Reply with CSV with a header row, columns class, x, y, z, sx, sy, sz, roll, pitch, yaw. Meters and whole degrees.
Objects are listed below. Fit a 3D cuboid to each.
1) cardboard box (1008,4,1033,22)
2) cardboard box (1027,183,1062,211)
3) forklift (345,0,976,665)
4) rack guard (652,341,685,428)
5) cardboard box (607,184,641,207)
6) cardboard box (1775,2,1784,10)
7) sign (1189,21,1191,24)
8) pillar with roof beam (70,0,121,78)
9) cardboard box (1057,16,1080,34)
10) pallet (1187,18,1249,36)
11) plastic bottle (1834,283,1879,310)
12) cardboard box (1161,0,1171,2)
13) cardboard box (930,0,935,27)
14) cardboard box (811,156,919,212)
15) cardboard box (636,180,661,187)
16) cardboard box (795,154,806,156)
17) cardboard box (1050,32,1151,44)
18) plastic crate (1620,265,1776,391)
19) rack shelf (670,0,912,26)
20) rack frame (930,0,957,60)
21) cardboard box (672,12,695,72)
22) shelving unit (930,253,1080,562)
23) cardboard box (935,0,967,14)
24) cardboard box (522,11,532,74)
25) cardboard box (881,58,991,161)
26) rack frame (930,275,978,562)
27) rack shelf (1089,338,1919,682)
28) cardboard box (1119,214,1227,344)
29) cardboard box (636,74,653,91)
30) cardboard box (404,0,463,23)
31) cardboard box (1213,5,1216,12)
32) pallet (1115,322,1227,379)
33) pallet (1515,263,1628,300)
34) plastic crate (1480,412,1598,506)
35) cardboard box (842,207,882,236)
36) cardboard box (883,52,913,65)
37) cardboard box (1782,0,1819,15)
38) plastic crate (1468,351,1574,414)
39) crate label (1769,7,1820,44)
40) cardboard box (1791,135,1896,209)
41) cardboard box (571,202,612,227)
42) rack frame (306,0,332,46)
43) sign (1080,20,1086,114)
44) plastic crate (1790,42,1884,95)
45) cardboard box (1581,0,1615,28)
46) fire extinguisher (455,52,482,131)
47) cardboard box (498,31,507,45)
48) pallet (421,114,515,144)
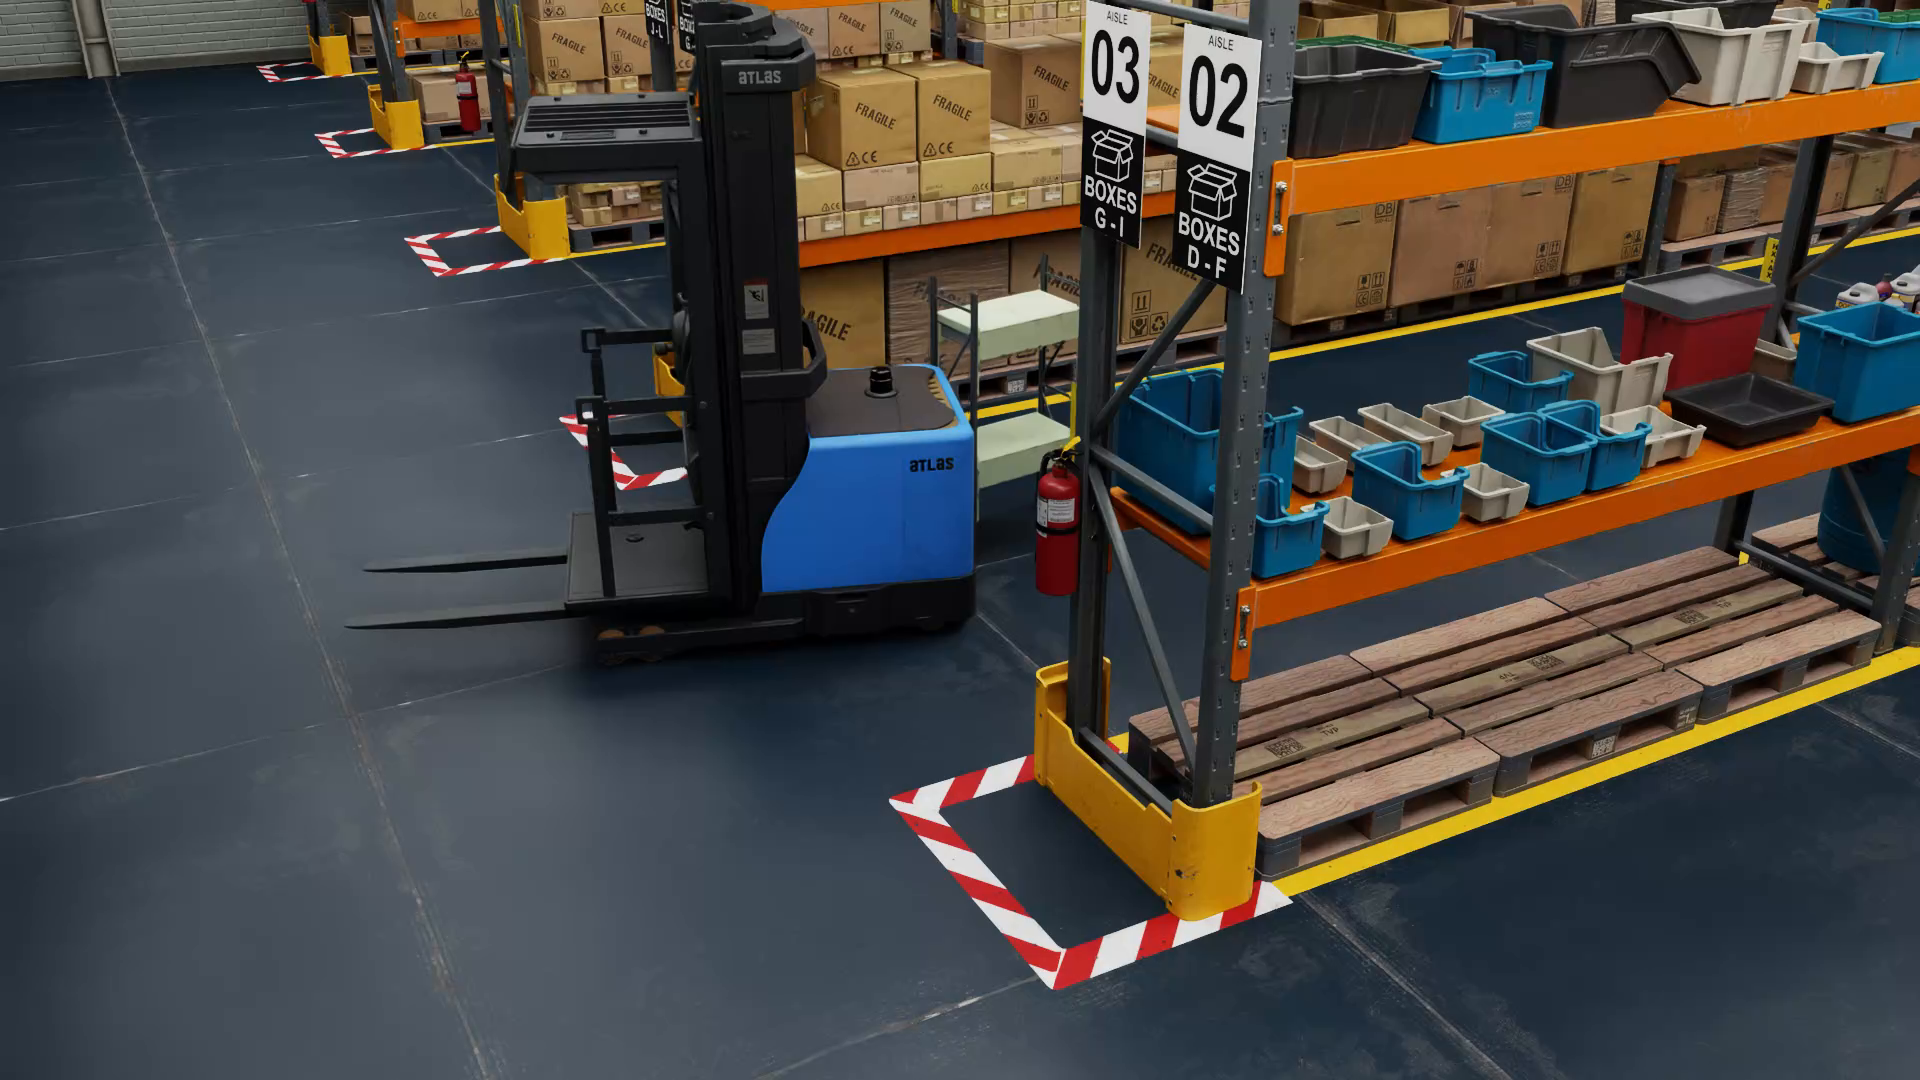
class,x,y,z,sx,sy,sz,roll,pitch,yaw
cardboard box,0.481,-4.963,15.583,0.250,0.149,0.380,-14,29,-26
cardboard box,0.460,-2.266,10.795,0.250,0.149,0.380,-13,28,-24
forklift,-1.487,-0.968,7.880,3.031,2.935,1.130,-4,26,-9
rack guard,-1.617,-0.934,10.617,0.348,0.500,1.175,-13,29,-25
cardboard box,-2.989,-3.061,14.625,0.250,0.149,0.380,-13,29,-25
cardboard box,9.710,-6.307,20.890,0.875,0.875,0.875,-13,28,-25
sign,1.670,-3.572,11.977,0.005,0.325,0.100,-13,29,-25
pillar with roof beam,-9.375,-8.600,16.766,0.400,9.000,9.100,-13,29,-25
cardboard box,0.939,-4.934,15.867,0.250,0.149,0.380,-13,28,-25
pallet,2.640,-5.337,17.122,1.003,0.211,1.213,-13,29,-25
plastic bottle,4.460,-1.136,8.294,0.135,0.276,0.152,-13,29,-25
cardboard box,1.860,-5.282,16.246,0.250,0.149,0.380,-12,28,-24
cardboard box,-0.638,-6.422,21.130,0.875,0.875,0.875,-13,28,-24
cardboard box,-0.590,-2.235,10.269,0.500,0.250,0.500,-13,29,-26
cardboard box,-2.749,-3.234,14.641,0.250,0.149,0.380,-13,29,-25
cardboard box,-1.293,-2.332,10.471,0.500,0.250,0.500,-13,29,-26
cardboard box,0.953,-3.187,11.386,0.500,0.500,0.500,-13,29,-25
plastic crate,3.359,-0.958,7.637,0.583,0.464,0.402,-13,29,-25
rack shelf,0.169,-3.501,10.441,4.000,0.370,1.077,-13,29,-25
rack frame,-0.311,-4.795,15.771,0.127,3.000,1.000,-13,29,-25
cardboard box,-2.416,-4.359,14.404,0.500,0.500,0.500,-13,28,-24
shelving unit,0.266,-0.720,9.017,0.755,1.500,0.431,-17,30,-31
cardboard box,-0.053,-5.162,15.996,0.250,0.149,0.380,-12,28,-24
cardboard box,-3.565,-4.349,14.384,0.500,0.500,0.500,-12,28,-24
cardboard box,-0.150,-2.674,10.317,0.500,0.500,0.500,-14,29,-26
rack frame,-0.033,-0.629,8.826,0.023,1.500,0.400,-17,30,-31
rack shelf,2.500,-0.257,7.151,4.000,0.370,1.077,-13,29,-25
cardboard box,1.314,-2.008,11.936,0.875,0.875,0.875,-13,29,-25
cardboard box,-2.768,-4.015,14.437,0.250,0.149,0.380,-12,28,-23
cardboard box,-5.700,-5.883,17.923,0.500,0.500,0.500,-13,29,-25
cardboard box,2.331,-5.258,16.540,0.250,0.149,0.380,-13,29,-26
pallet,1.226,-1.498,12.126,1.213,0.211,1.003,-13,29,-25
pallet,4.732,-2.306,13.809,1.213,0.211,1.003,-13,29,-25
plastic crate,2.270,-0.318,6.571,0.300,0.233,0.416,-13,29,-25
cardboard box,-0.676,-2.004,10.248,0.250,0.149,0.380,-14,29,-26
cardboard box,-0.629,-4.440,15.322,0.250,0.149,0.380,-14,29,-26
cardboard box,7.507,-4.357,14.254,0.637,0.503,0.797,-10,27,-20
plastic crate,2.426,-0.642,7.245,0.300,0.233,0.416,-13,29,-25
crate label,3.697,-2.233,7.273,0.466,0.136,0.293,-13,29,-25
cardboard box,8.011,-3.374,15.192,0.500,0.500,0.700,-13,29,-25
cardboard box,-3.228,-2.869,14.568,0.250,0.149,0.380,-12,28,-24
rack frame,-8.598,-7.745,21.916,0.127,3.000,1.000,-13,29,-25
sign,0.462,-1.686,5.951,0.005,0.325,0.100,-13,29,-25
plastic crate,3.321,-1.817,6.409,0.466,0.136,0.293,-13,29,-25
cardboard box,4.810,-4.049,12.944,0.637,0.503,0.797,-12,28,-23
fire extinguisher,-4.280,-3.902,14.432,0.183,0.674,0.296,-13,29,-25
cardboard box,-6.325,-7.267,23.322,0.500,0.500,0.700,-14,29,-27
pallet,-5.590,-4.786,18.974,1.213,0.211,1.003,-13,29,-25
